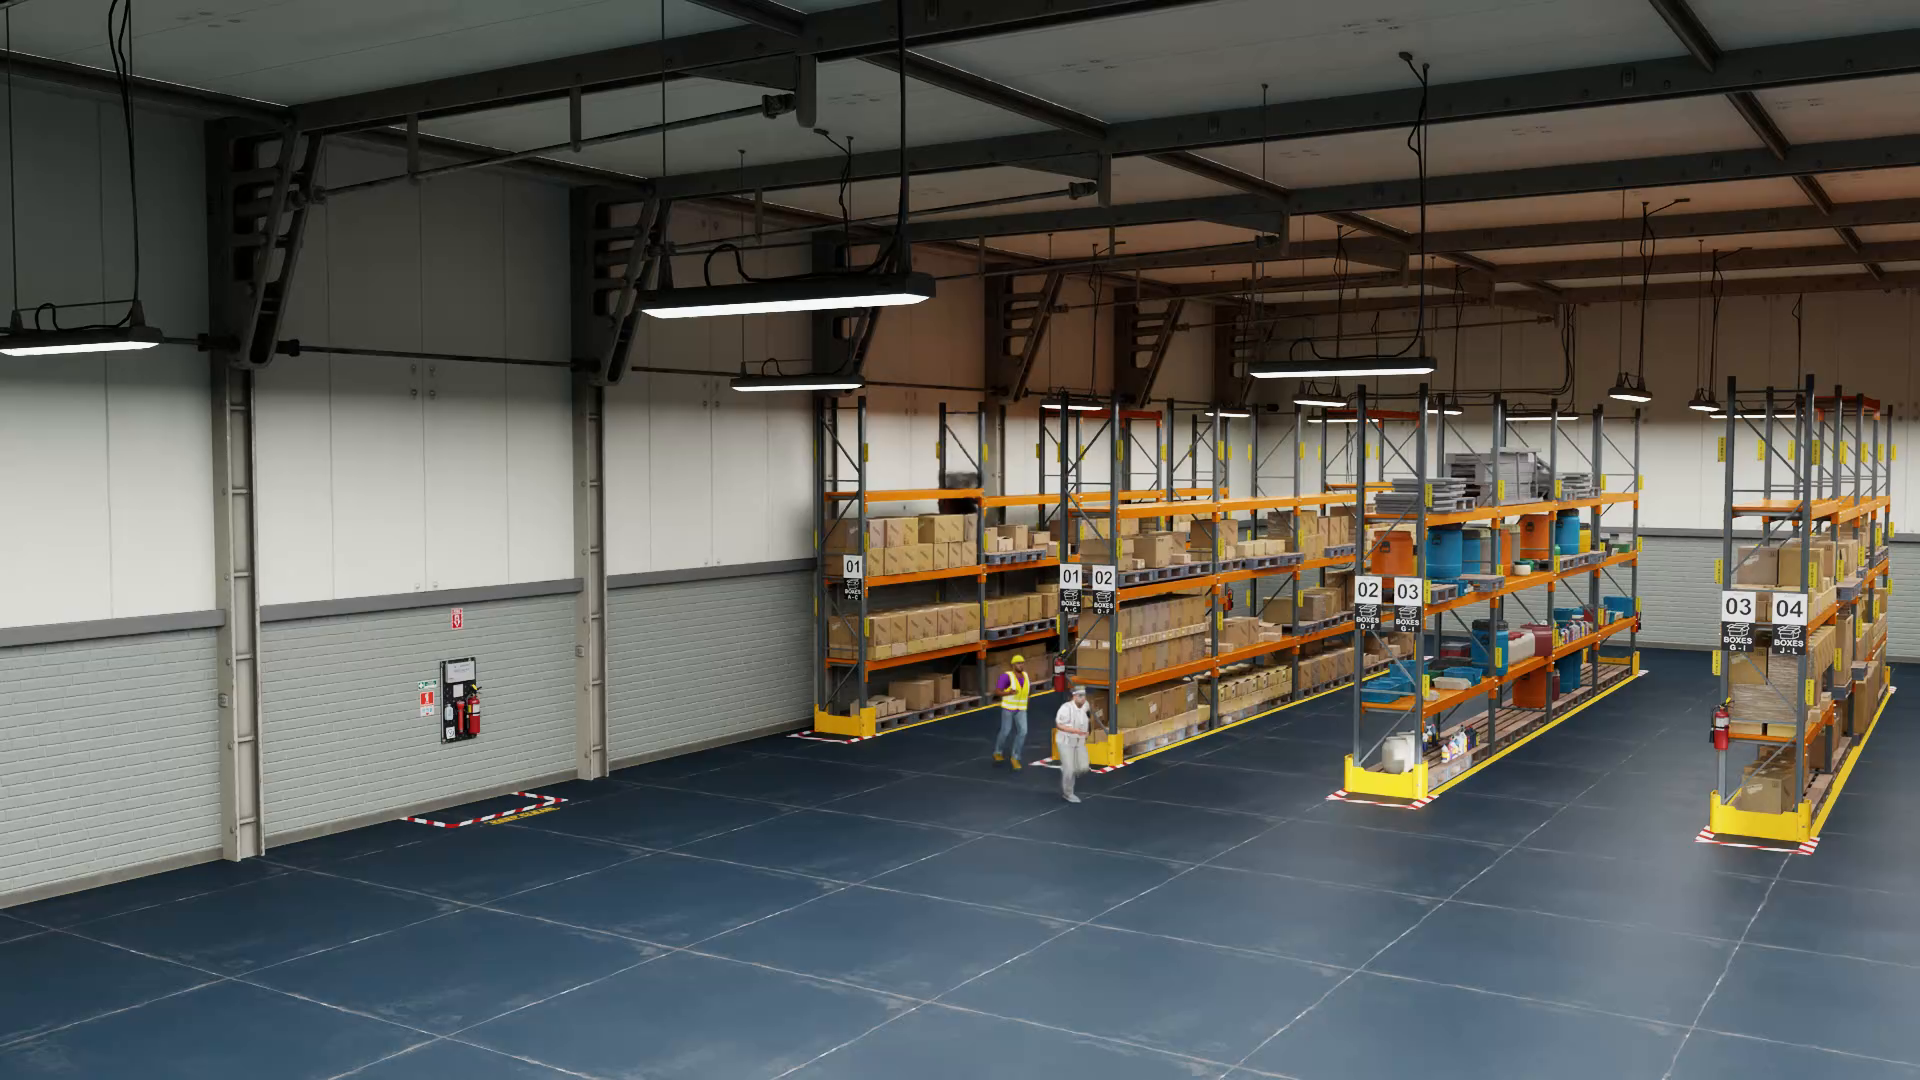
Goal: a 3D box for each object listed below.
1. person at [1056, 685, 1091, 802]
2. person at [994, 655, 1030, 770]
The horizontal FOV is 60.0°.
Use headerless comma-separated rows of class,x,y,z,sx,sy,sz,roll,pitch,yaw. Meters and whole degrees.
person,1.651,2.907,23.795,0.647,1.714,0.714,-2,3,-28
person,0.873,2.738,26.513,0.696,1.826,0.740,-1,3,-22
